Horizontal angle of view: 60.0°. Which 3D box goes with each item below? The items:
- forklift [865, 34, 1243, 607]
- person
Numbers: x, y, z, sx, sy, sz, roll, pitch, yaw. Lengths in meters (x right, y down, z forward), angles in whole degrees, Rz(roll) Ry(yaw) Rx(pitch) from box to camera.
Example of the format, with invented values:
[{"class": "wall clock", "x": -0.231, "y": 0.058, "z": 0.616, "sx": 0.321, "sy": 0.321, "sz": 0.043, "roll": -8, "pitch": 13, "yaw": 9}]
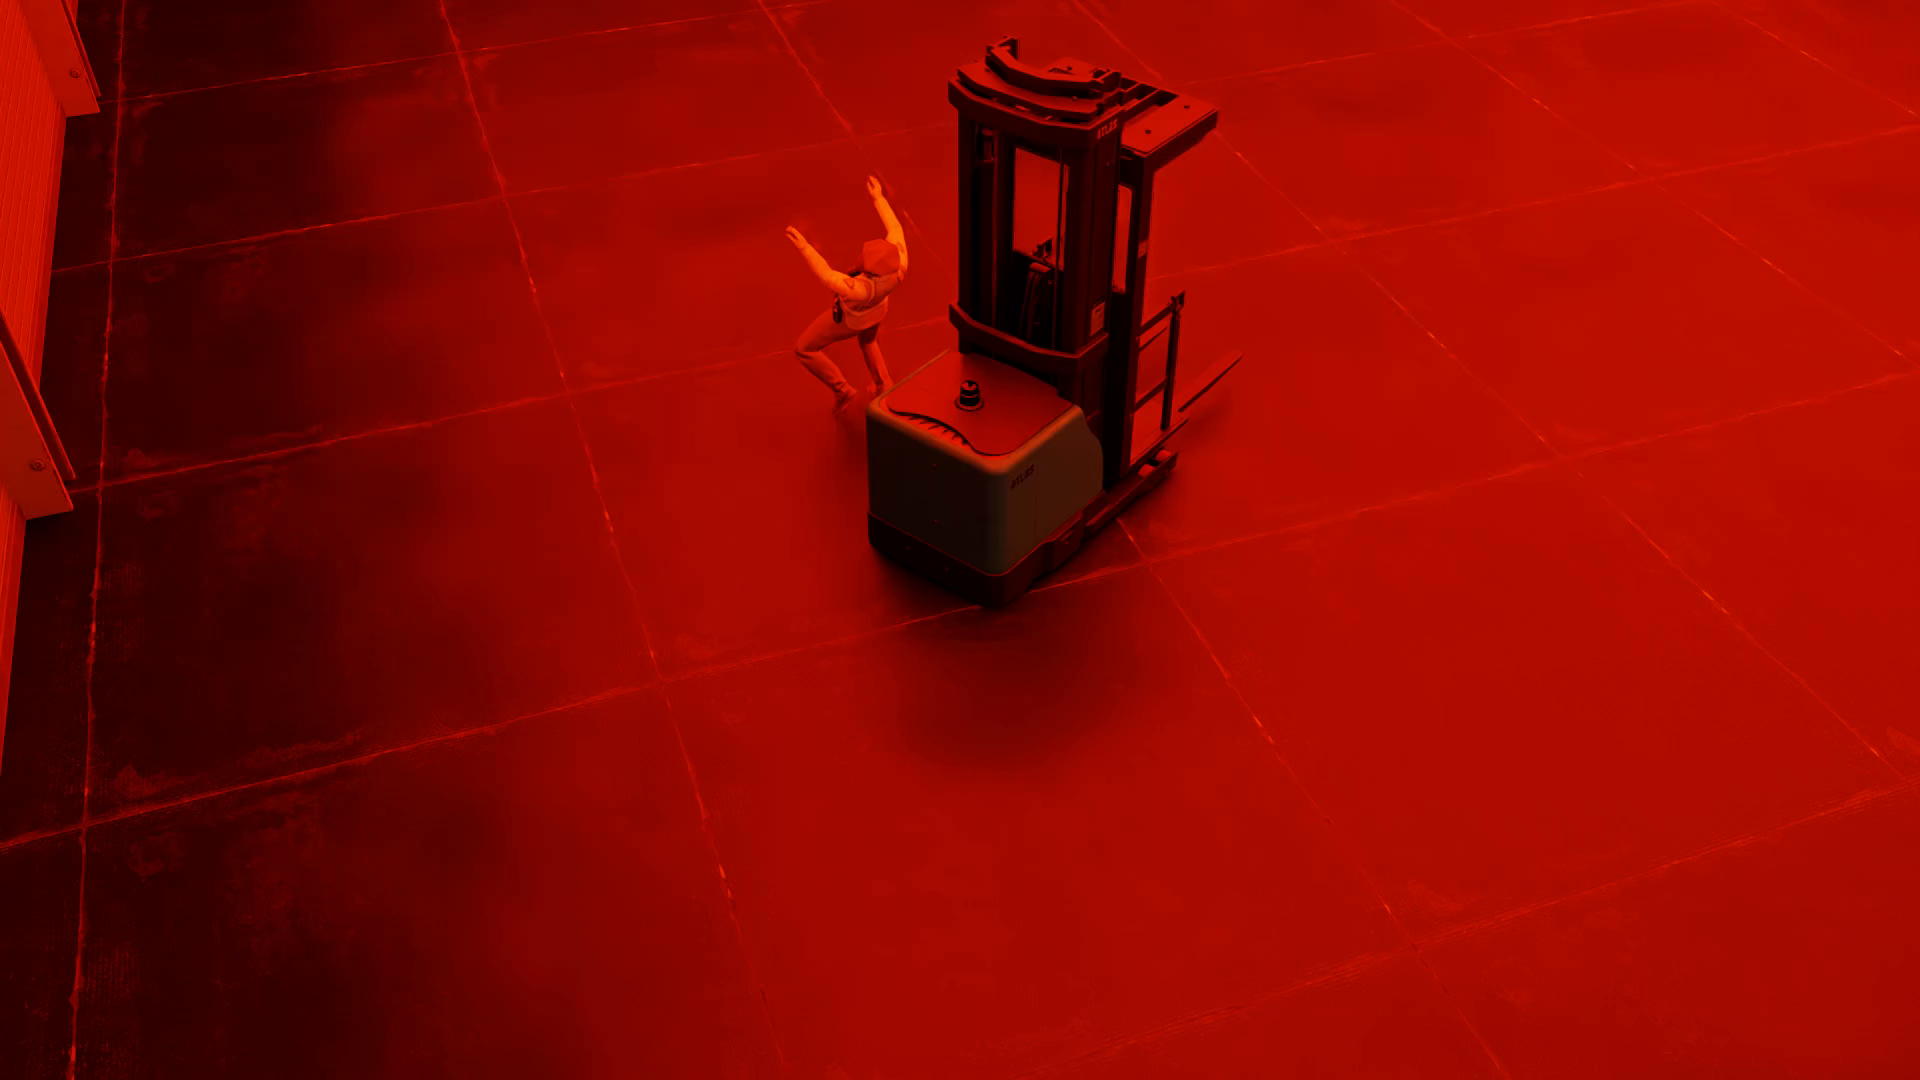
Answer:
[{"class": "forklift", "x": 0.751, "y": -1.620, "z": 9.925, "sx": 1.130, "sy": 2.935, "sz": 3.031, "roll": 27, "pitch": 47, "yaw": 29}, {"class": "person", "x": -0.676, "y": -1.453, "z": 10.820, "sx": 0.881, "sy": 1.539, "sz": 0.759, "roll": -30, "pitch": 49, "yaw": -31}]
